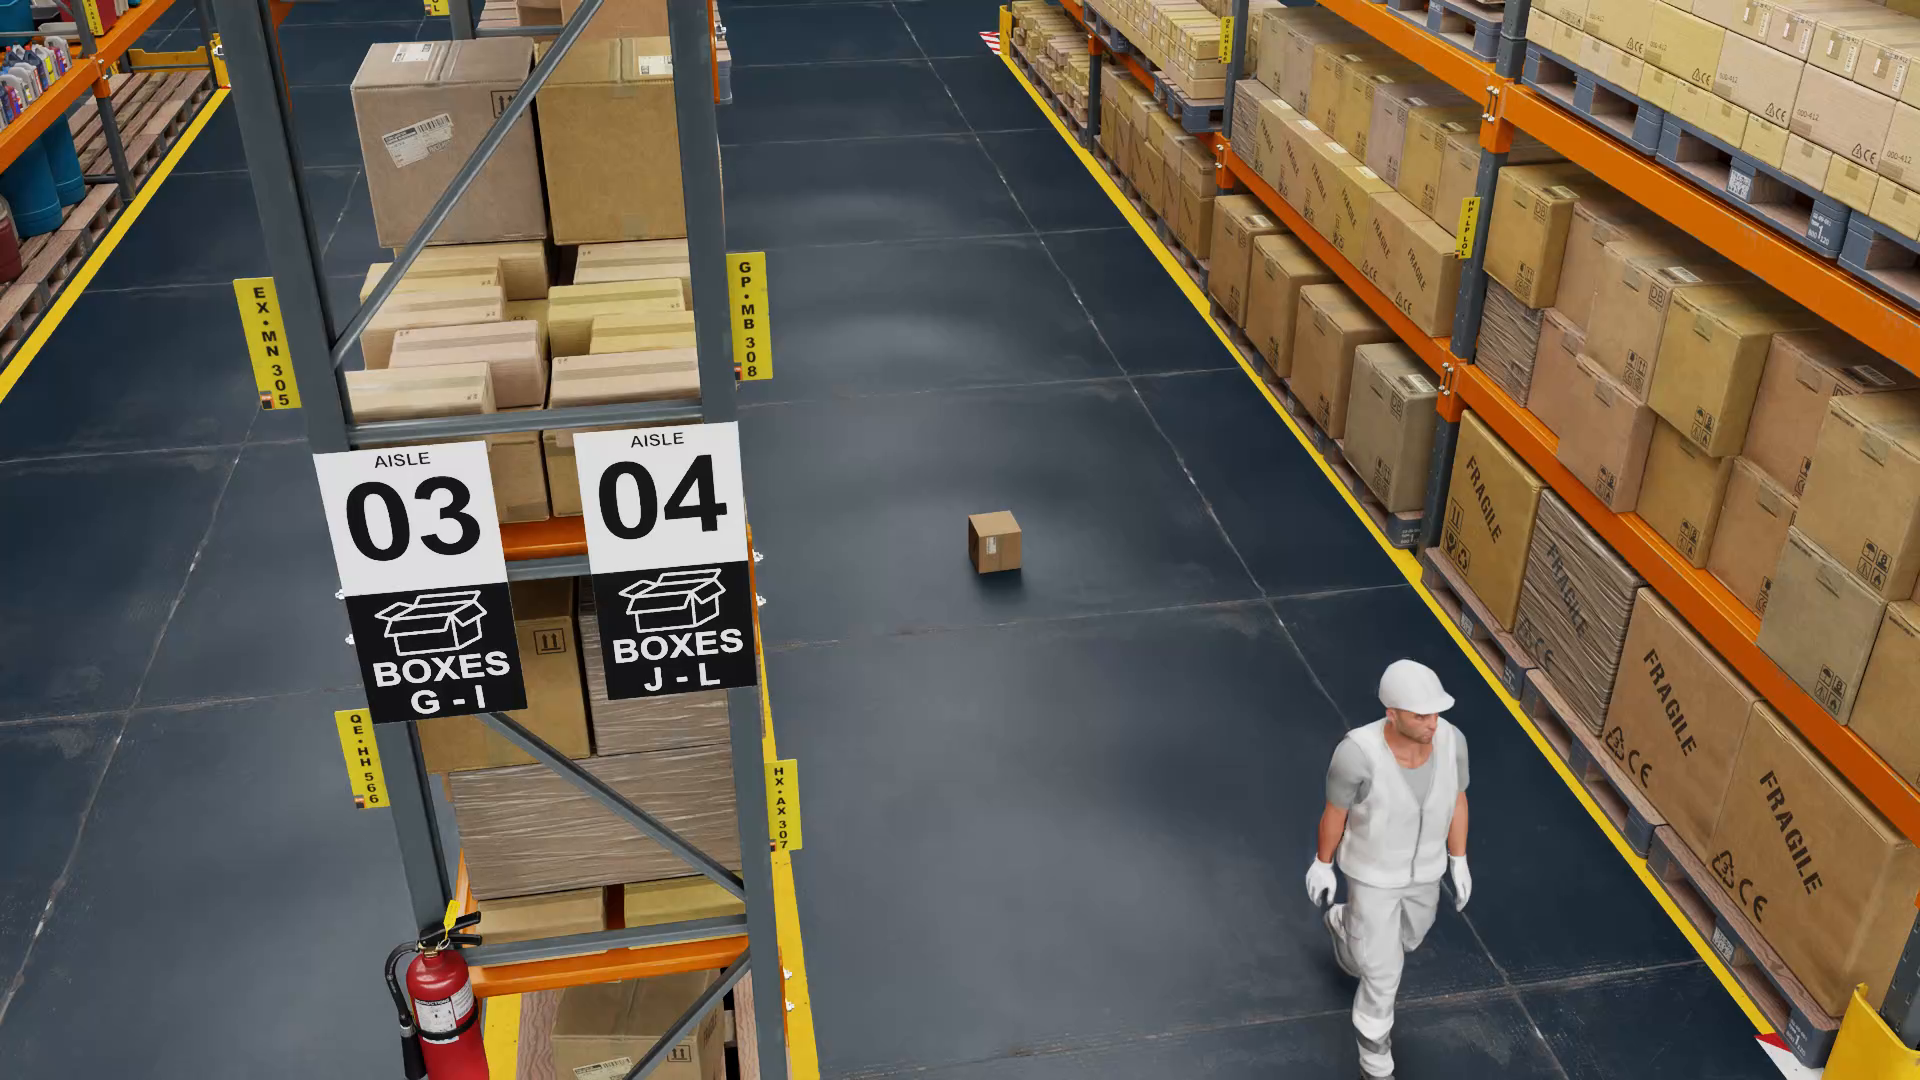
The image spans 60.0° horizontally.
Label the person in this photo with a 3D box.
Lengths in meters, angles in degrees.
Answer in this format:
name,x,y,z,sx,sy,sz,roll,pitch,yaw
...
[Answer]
name,x,y,z,sx,sy,sz,roll,pitch,yaw
person,1.567,1.177,6.101,0.555,1.767,0.912,-9,32,-15
